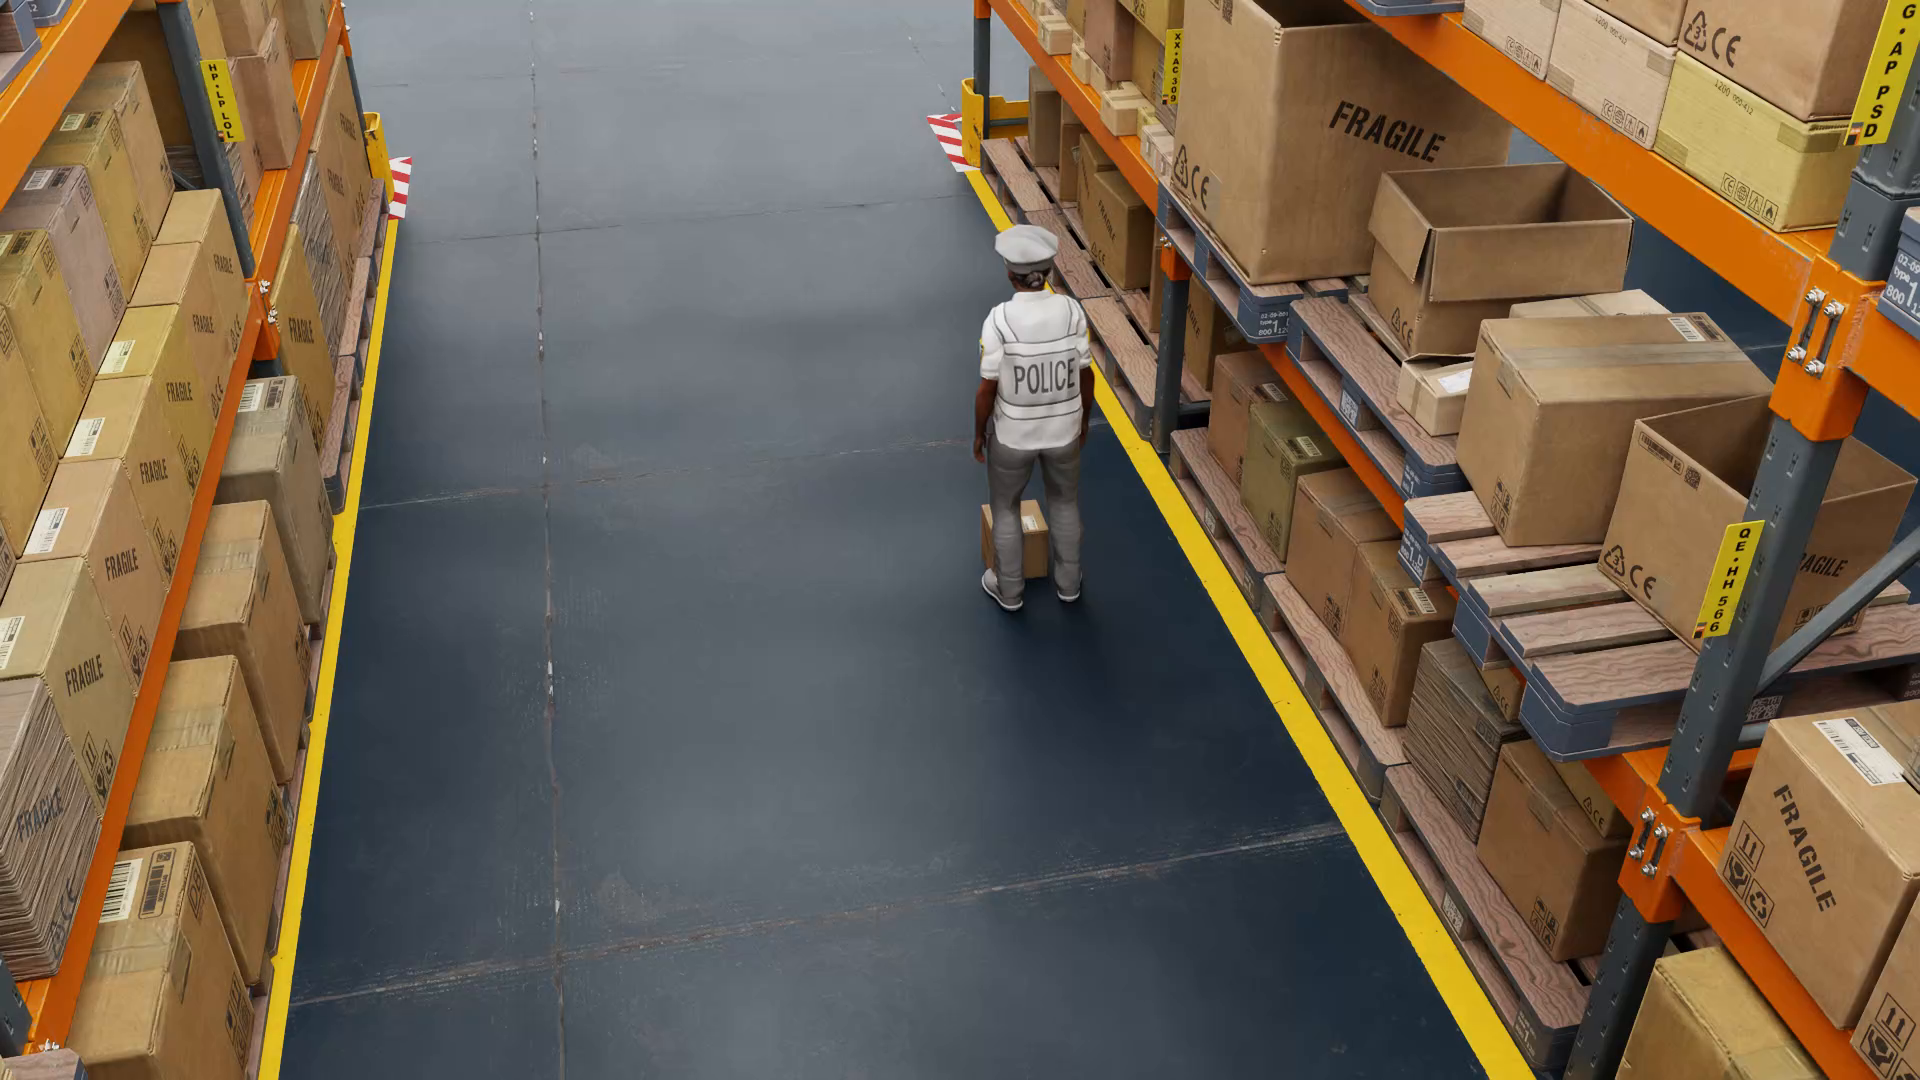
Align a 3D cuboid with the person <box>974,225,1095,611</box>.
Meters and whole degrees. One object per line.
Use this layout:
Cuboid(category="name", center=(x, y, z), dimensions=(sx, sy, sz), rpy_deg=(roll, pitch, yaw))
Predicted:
Cuboid(category="person", center=(0.297, -0.472, 6.830), dimensions=(0.513, 1.657, 0.324), rpy_deg=(-8, 35, -11))
